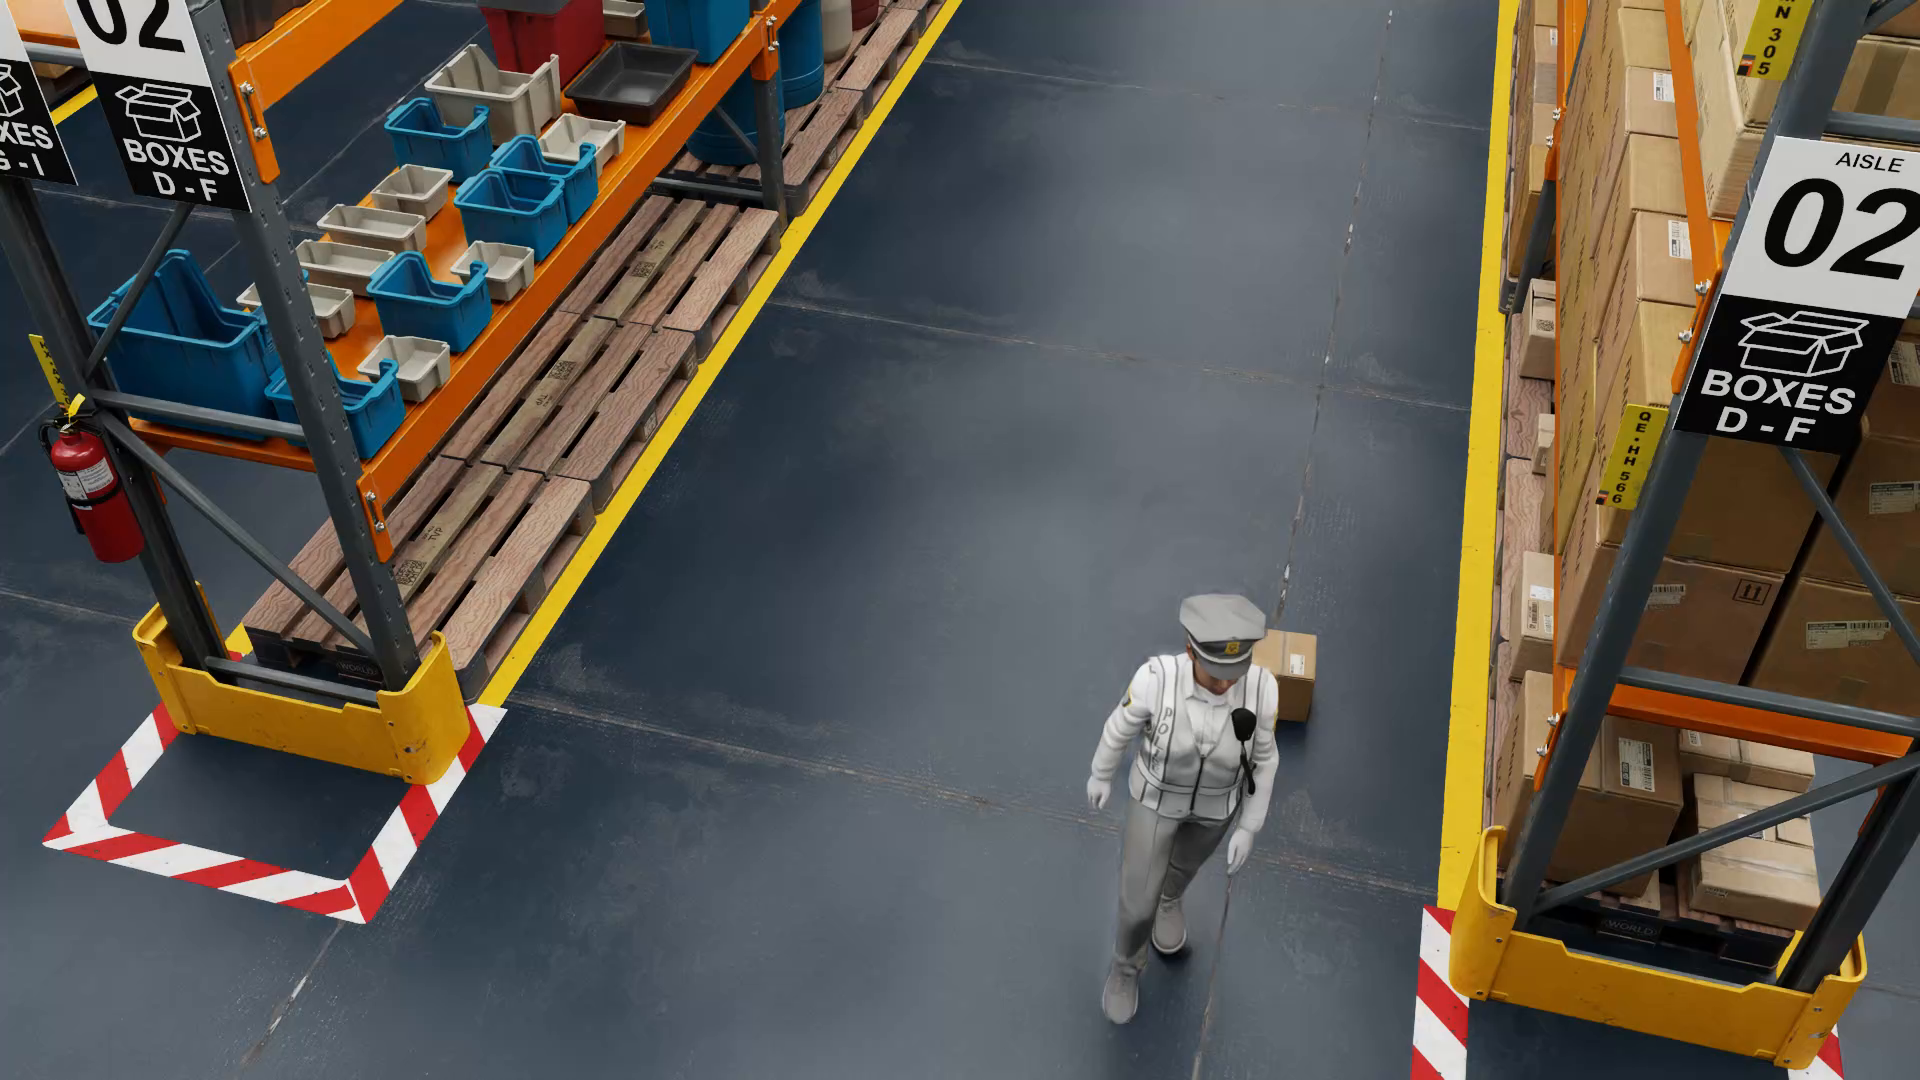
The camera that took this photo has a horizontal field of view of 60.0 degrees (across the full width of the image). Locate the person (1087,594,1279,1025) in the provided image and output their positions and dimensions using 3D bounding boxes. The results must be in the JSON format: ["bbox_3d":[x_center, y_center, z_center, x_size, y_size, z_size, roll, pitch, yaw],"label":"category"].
[{"bbox_3d":[0.686,0.829,5.217,0.563,1.719,0.528,0,41,0],"label":"person"}]
